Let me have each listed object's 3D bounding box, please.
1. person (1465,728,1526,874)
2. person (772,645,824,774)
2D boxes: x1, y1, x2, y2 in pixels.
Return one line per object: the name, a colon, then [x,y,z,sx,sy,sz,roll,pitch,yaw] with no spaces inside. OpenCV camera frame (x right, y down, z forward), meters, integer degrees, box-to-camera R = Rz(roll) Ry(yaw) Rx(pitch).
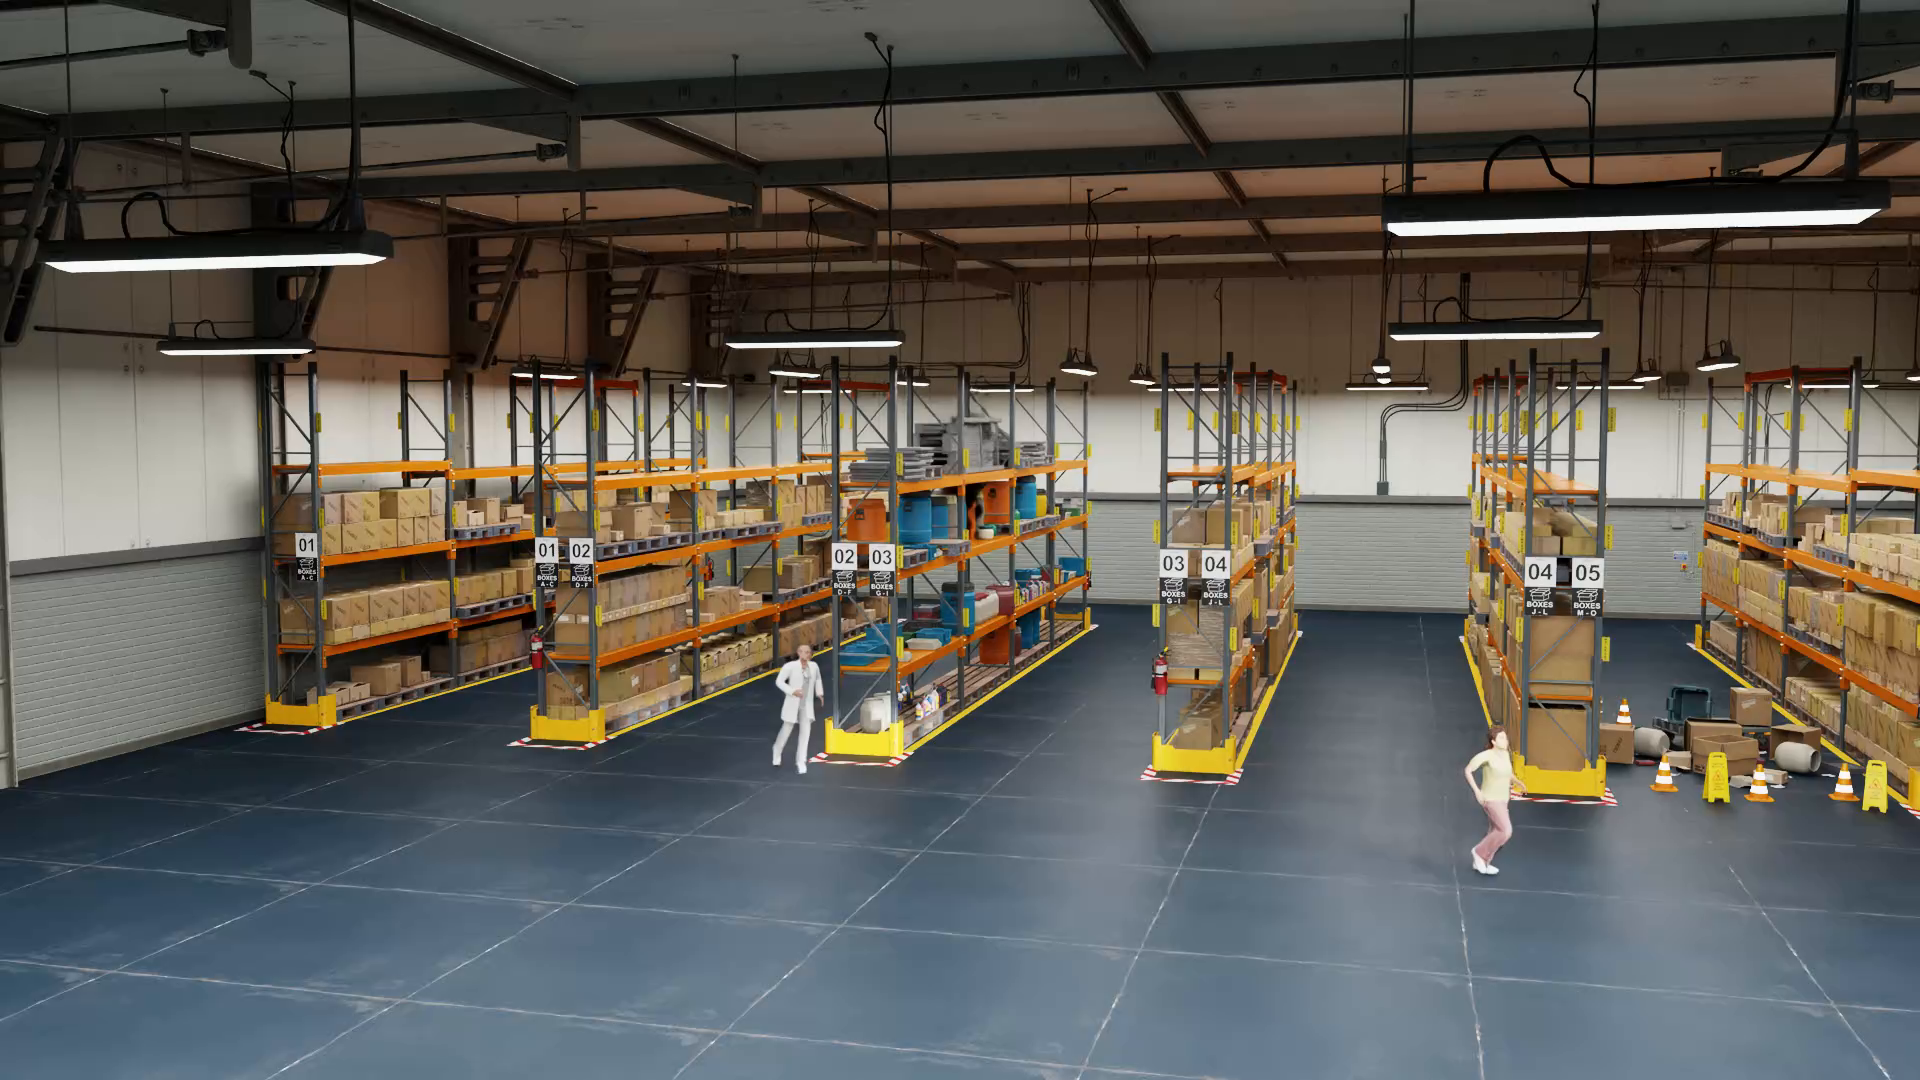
person: [5.938,2.885,18.374,0.587,1.641,0.564,-3,5,-39]
person: [-2.300,2.414,24.105,0.770,1.793,0.930,-2,5,-27]
